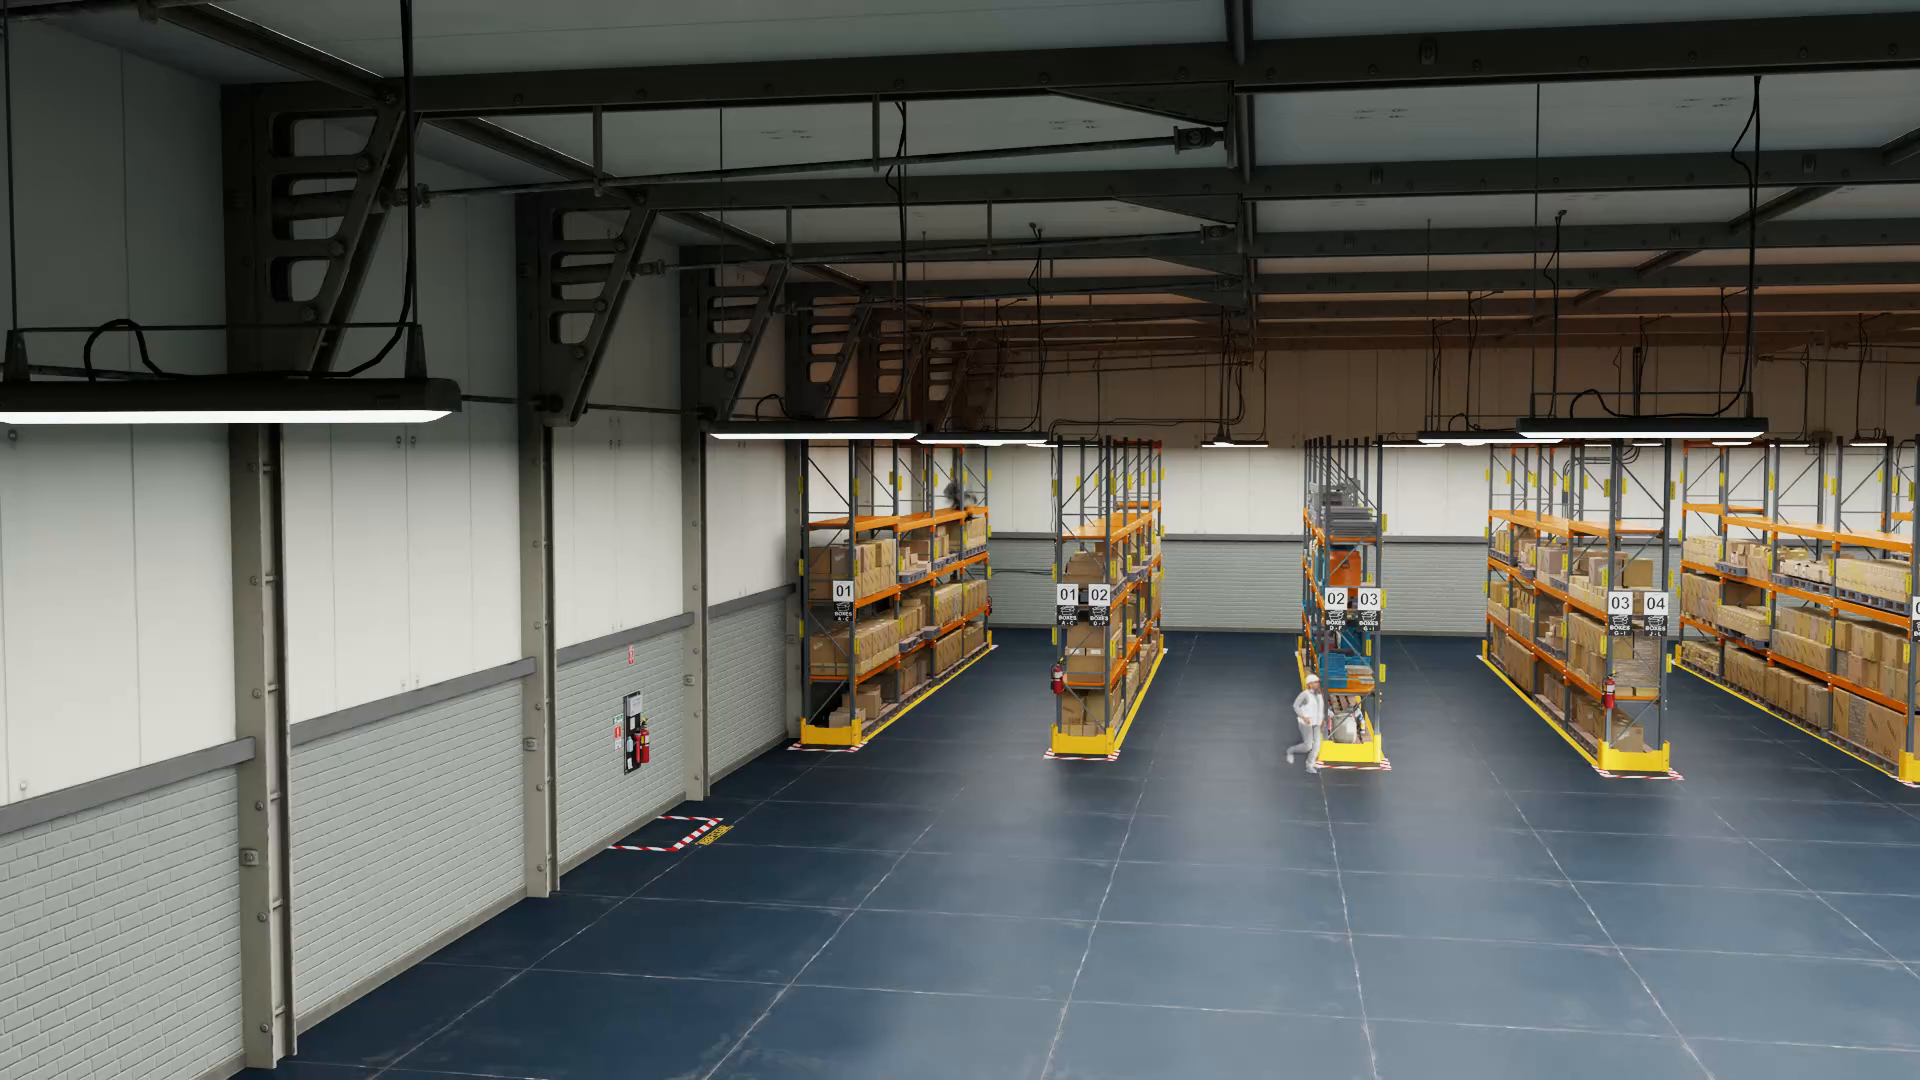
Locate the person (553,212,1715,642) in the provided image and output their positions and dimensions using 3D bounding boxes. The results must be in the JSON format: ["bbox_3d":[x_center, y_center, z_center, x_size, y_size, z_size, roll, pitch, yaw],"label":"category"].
[{"bbox_3d":[6.626,-0.645,34.463,7.121,8.988,35.887,3,4,41],"label":"person"}]

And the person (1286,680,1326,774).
[{"bbox_3d":[6.271,3.287,29.677,0.701,1.660,0.732,-2,4,-32],"label":"person"}]
